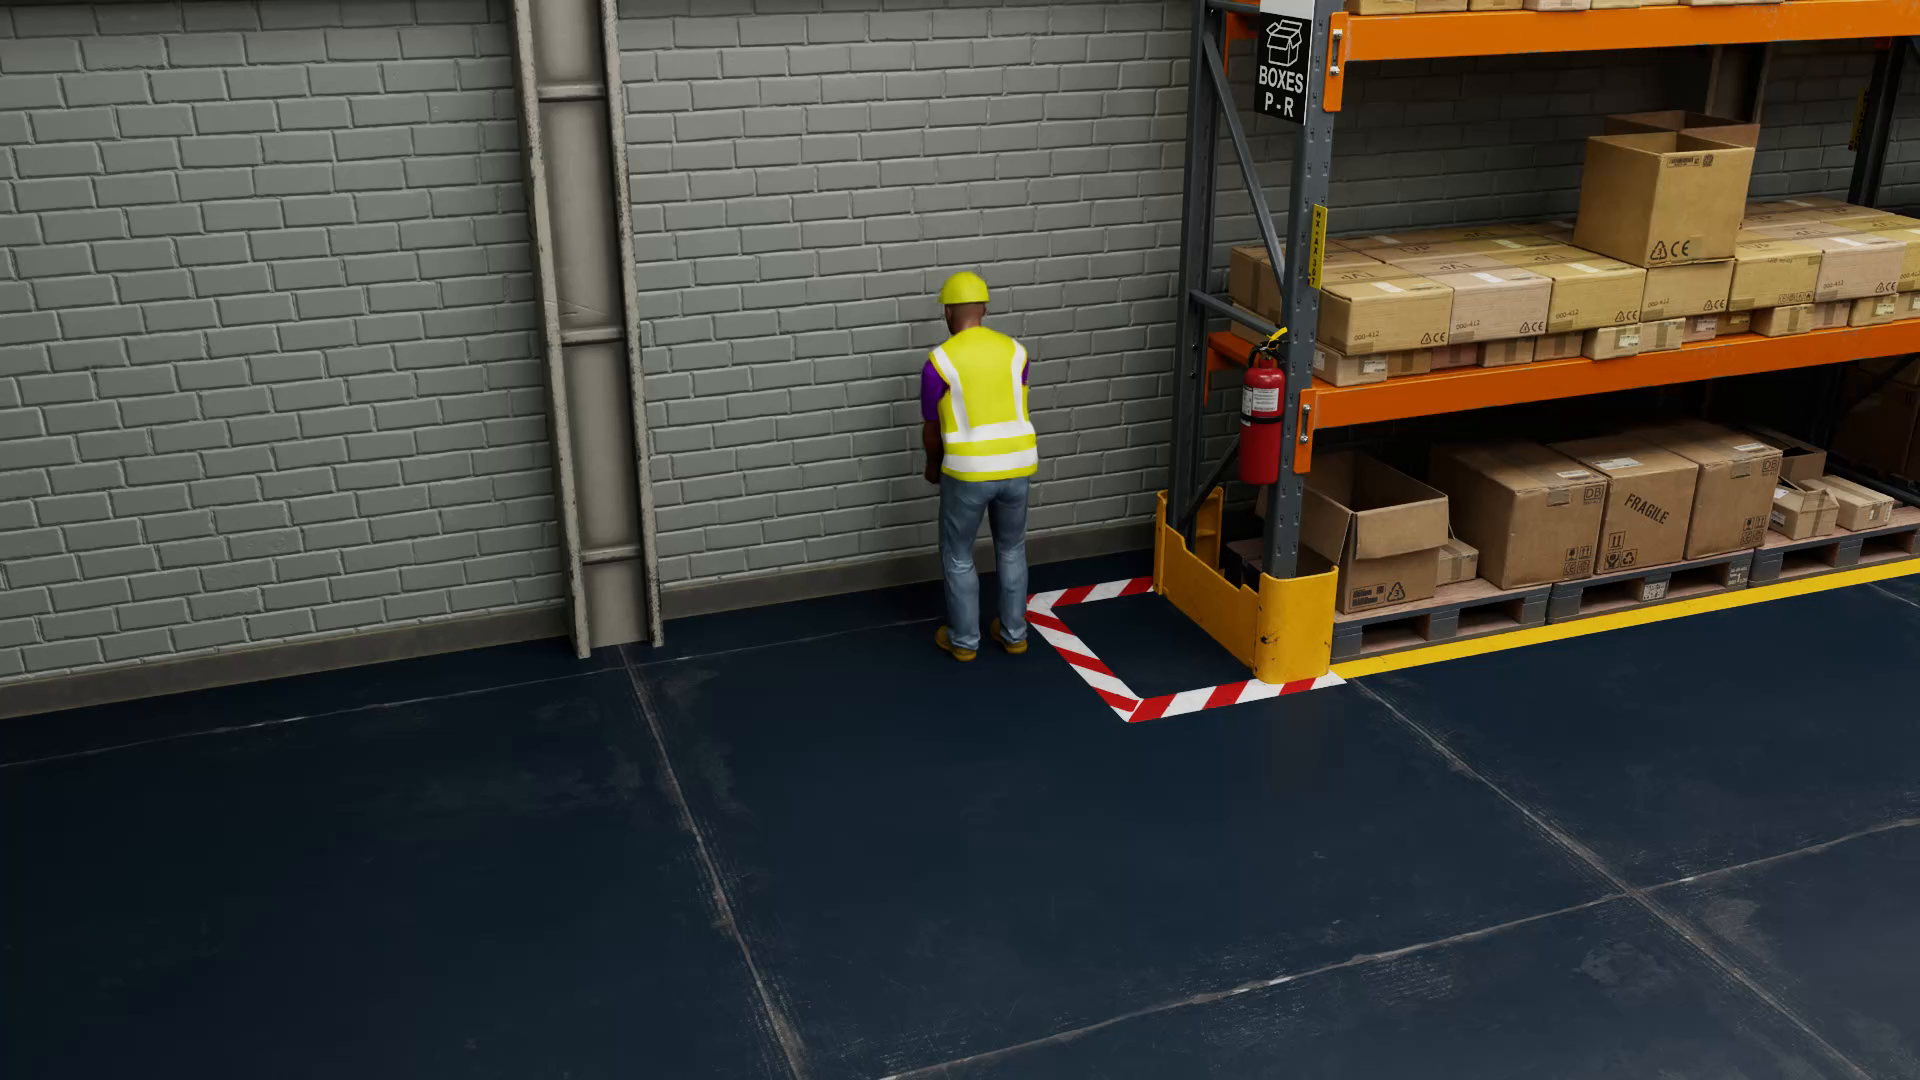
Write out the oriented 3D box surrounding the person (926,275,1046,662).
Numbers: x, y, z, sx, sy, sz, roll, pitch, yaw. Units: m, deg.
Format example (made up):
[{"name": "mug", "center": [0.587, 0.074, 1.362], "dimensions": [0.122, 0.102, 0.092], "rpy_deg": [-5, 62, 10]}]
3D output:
[{"name": "person", "center": [0.070, -0.342, 7.397], "dimensions": [0.503, 1.760, 0.587], "rpy_deg": [-8, 24, -18]}]
